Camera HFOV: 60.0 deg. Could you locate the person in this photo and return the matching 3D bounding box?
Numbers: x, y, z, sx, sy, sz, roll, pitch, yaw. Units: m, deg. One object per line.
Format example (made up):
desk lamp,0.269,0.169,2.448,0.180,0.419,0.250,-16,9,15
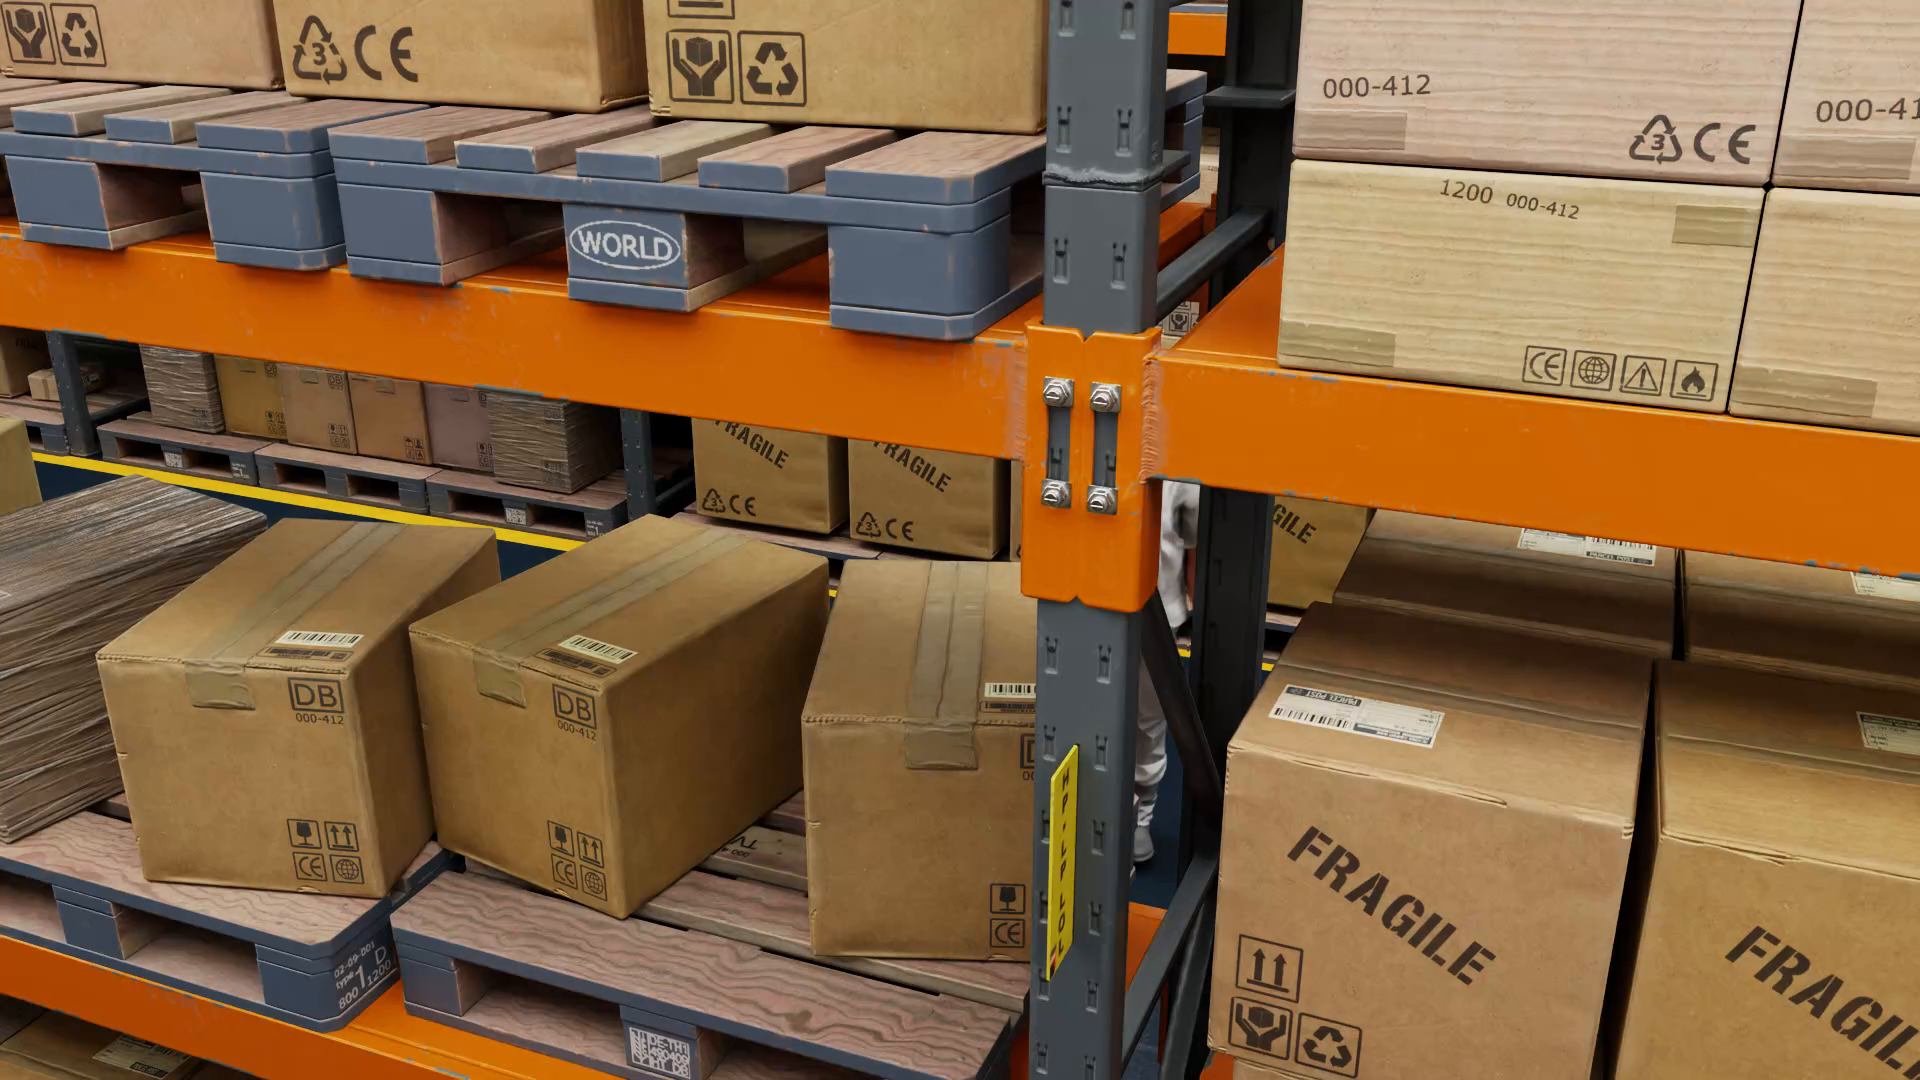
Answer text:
person,0.570,0.340,5.694,0.588,1.787,0.584,7,23,16
